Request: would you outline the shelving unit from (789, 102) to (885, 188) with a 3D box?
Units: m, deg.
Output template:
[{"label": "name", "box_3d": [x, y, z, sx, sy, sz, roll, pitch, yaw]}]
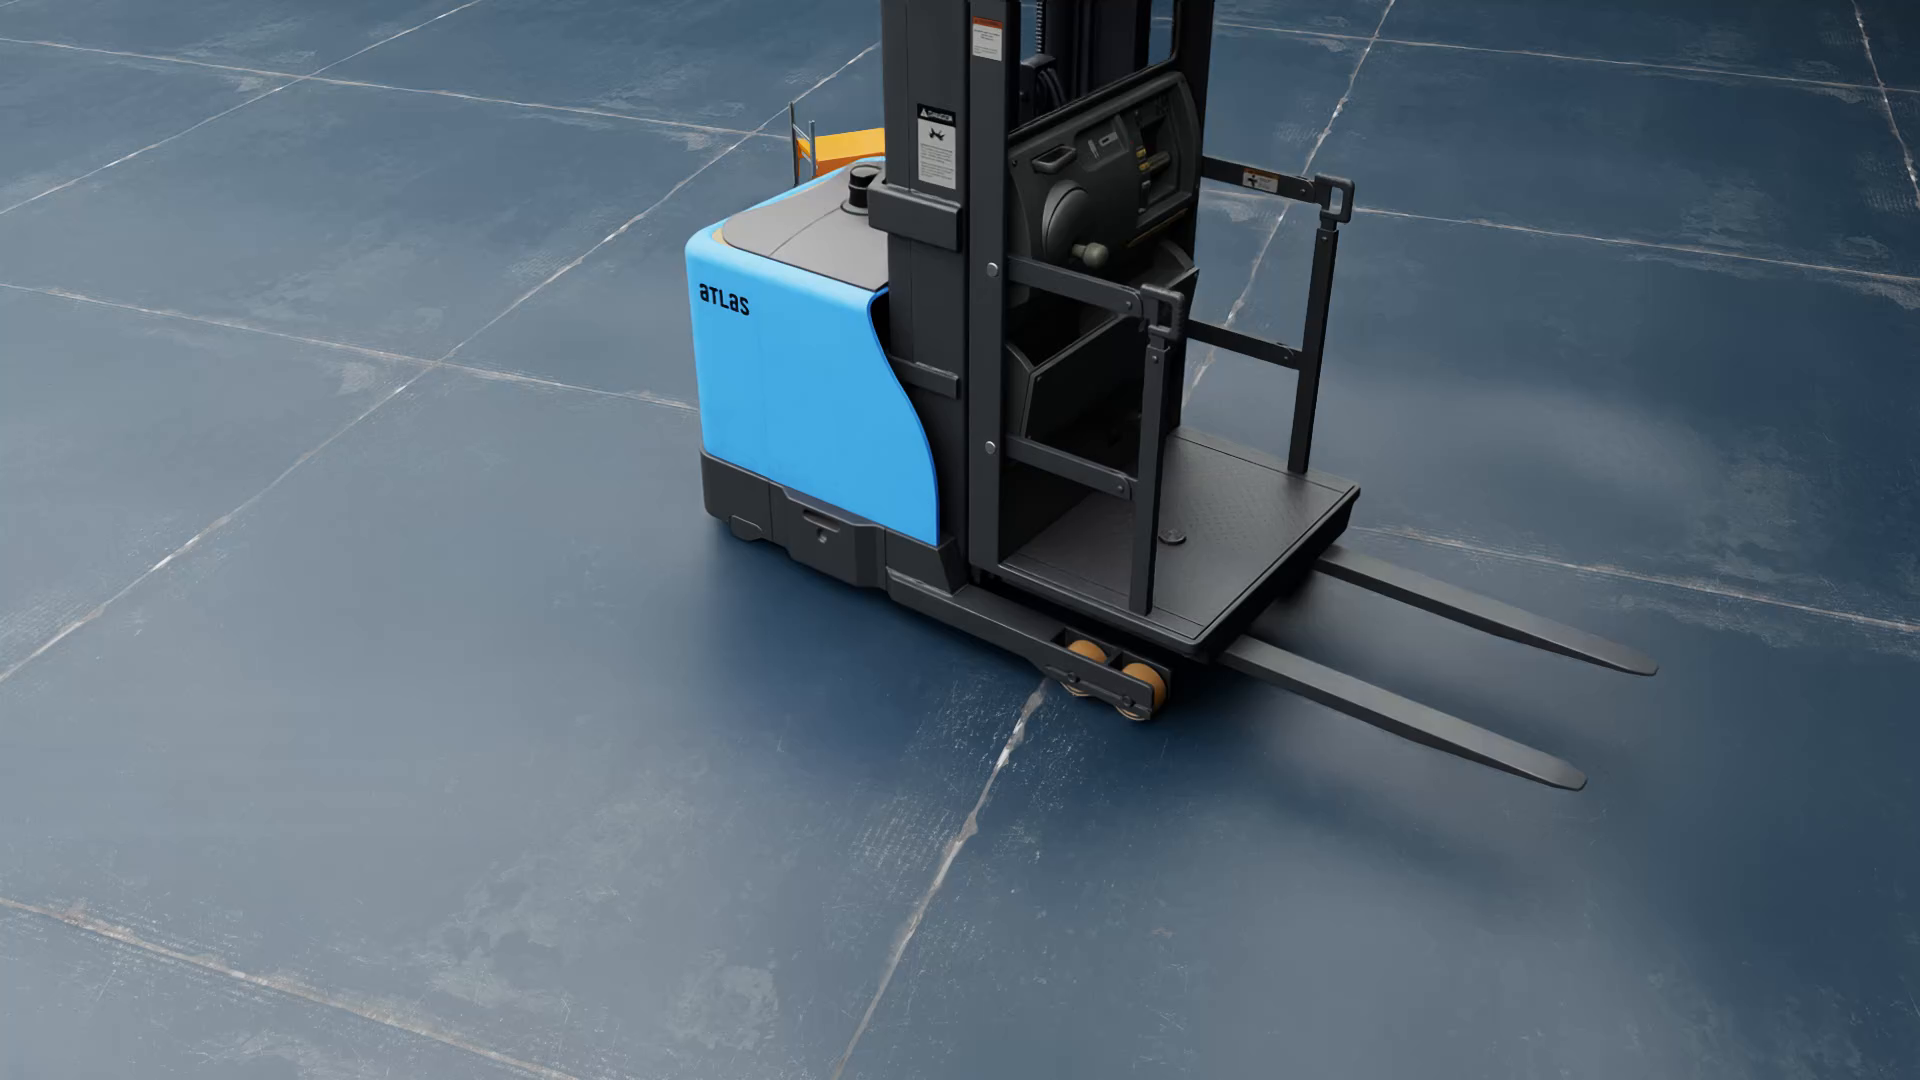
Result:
[{"label": "shelving unit", "box_3d": [-0.337, -1.064, 6.292, 0.503, 1.200, 0.258, -13, 35, -19]}]

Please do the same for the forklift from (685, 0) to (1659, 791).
[{"label": "forklift", "box_3d": [0.596, -1.025, 4.636, 3.031, 2.935, 1.130, 22, 39, 30]}]

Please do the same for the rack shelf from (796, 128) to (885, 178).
[{"label": "rack shelf", "box_3d": [-0.337, -1.394, 6.079, 0.480, 0.148, 0.258, -13, 35, -19]}]

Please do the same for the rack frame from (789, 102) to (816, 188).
[{"label": "rack frame", "box_3d": [-0.562, -1.012, 6.211, 0.015, 1.200, 0.240, -13, 35, -19]}]
